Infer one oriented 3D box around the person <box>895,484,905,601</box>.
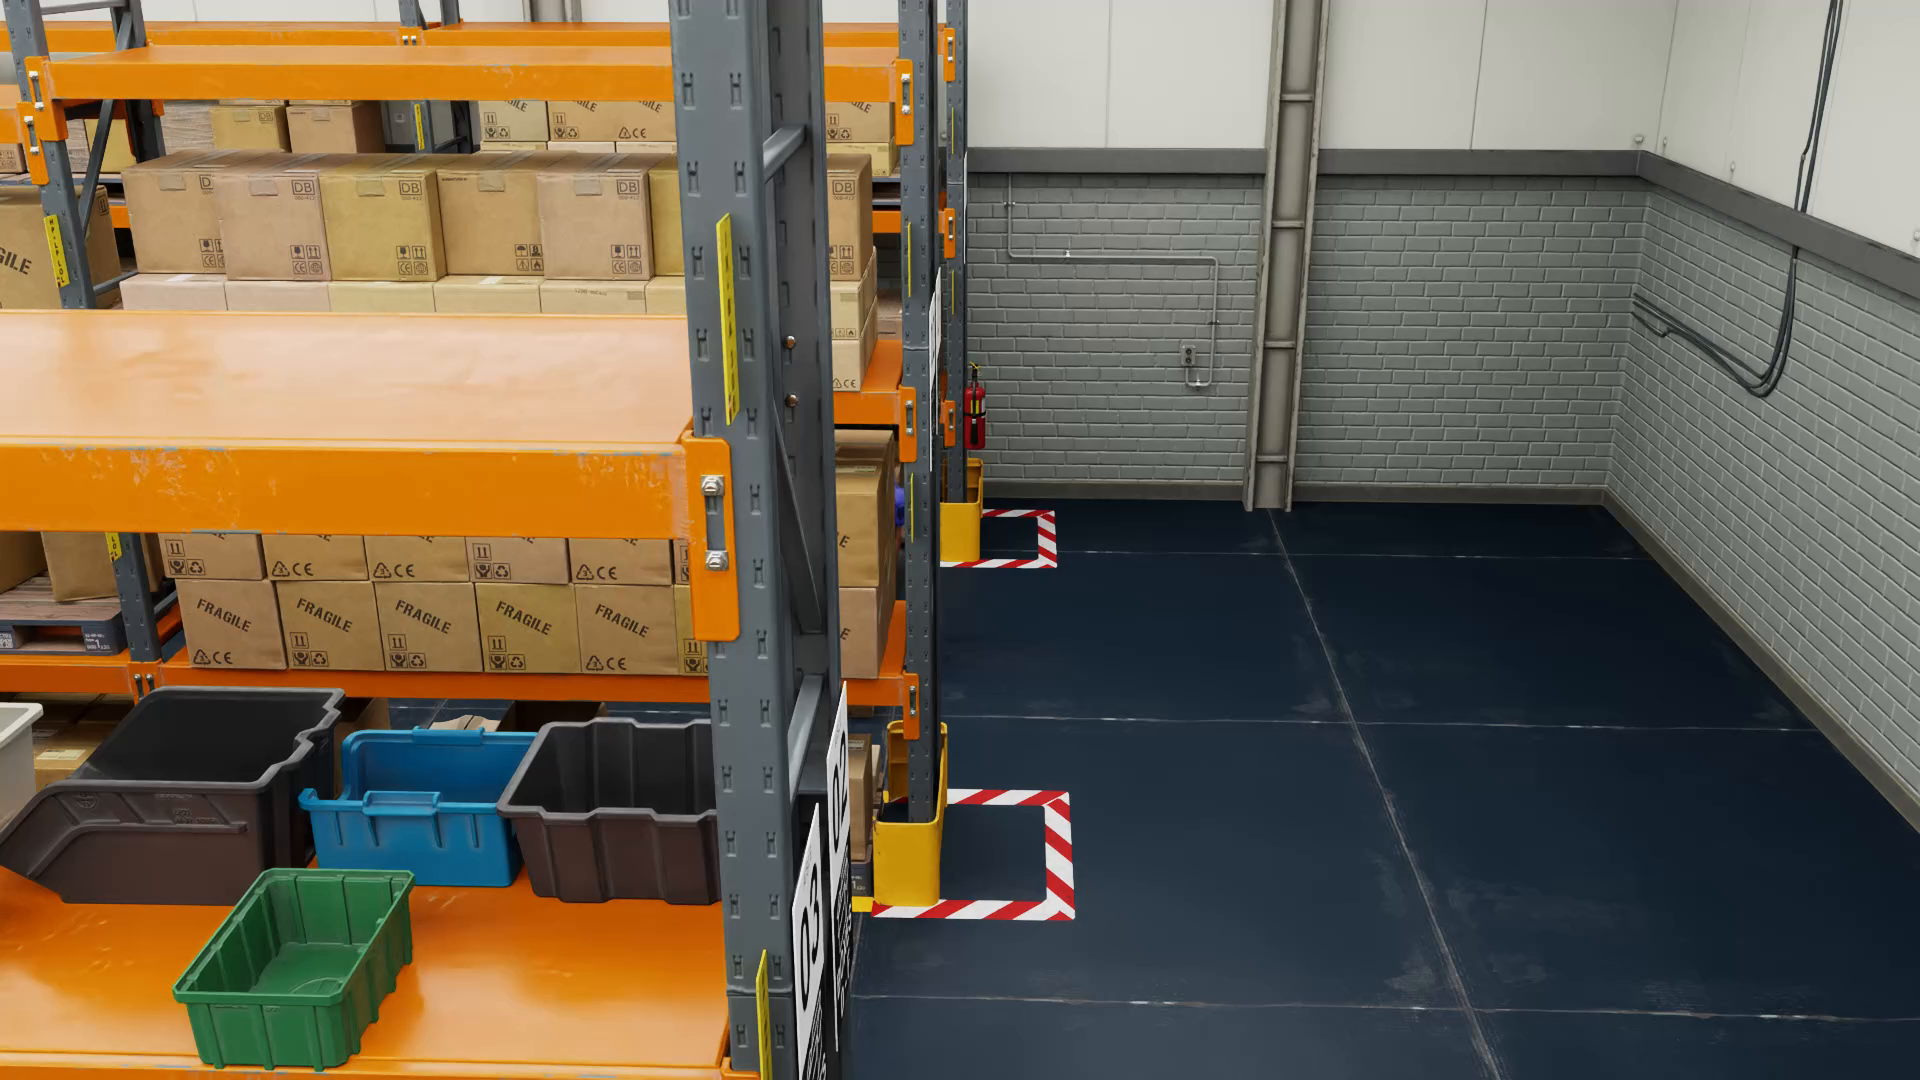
[{"bbox_3d":[-0.648,0.184,11.082,0.437,1.649,0.630,15,26,34],"label":"person"}]
